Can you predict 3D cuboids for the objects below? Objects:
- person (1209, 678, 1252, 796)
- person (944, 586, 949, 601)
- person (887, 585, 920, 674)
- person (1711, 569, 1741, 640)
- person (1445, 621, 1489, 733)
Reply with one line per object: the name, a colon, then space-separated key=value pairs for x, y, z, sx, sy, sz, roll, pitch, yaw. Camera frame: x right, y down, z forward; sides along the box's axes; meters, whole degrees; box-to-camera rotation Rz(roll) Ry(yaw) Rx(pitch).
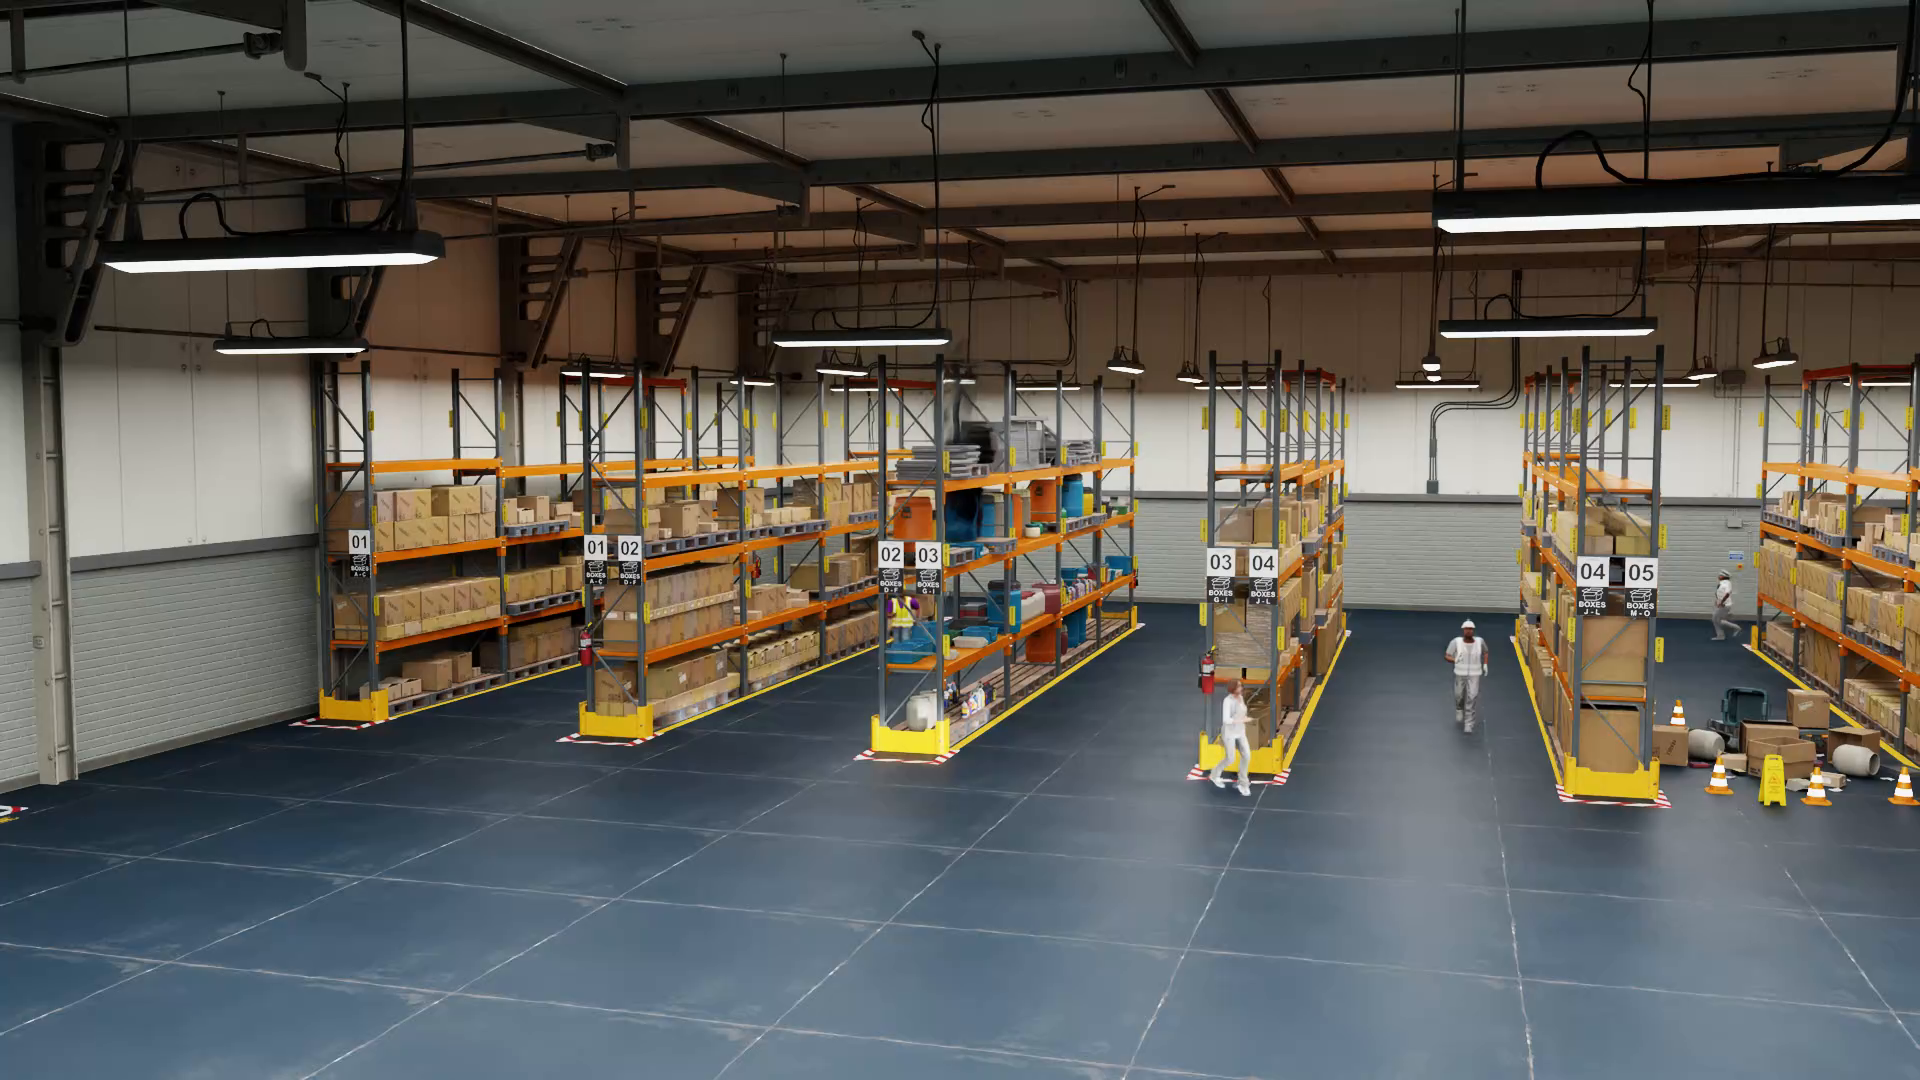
person: x=3.596 y=2.660 z=22.330 sx=0.692 sy=1.663 sz=0.572 roll=4 pitch=5 yaw=41
person: x=-0.581 y=1.123 z=42.913 sx=0.543 sy=1.629 sz=0.577 roll=4 pitch=5 yaw=41
person: x=-1.159 y=1.763 z=33.058 sx=0.666 sy=1.811 sz=0.734 roll=0 pitch=4 yaw=7
person: x=17.460 y=1.490 z=37.851 sx=0.632 sy=1.661 sz=0.612 roll=2 pitch=5 yaw=28
person: x=8.200 y=2.181 z=26.900 sx=0.696 sy=1.765 sz=0.896 roll=1 pitch=4 yaw=13
